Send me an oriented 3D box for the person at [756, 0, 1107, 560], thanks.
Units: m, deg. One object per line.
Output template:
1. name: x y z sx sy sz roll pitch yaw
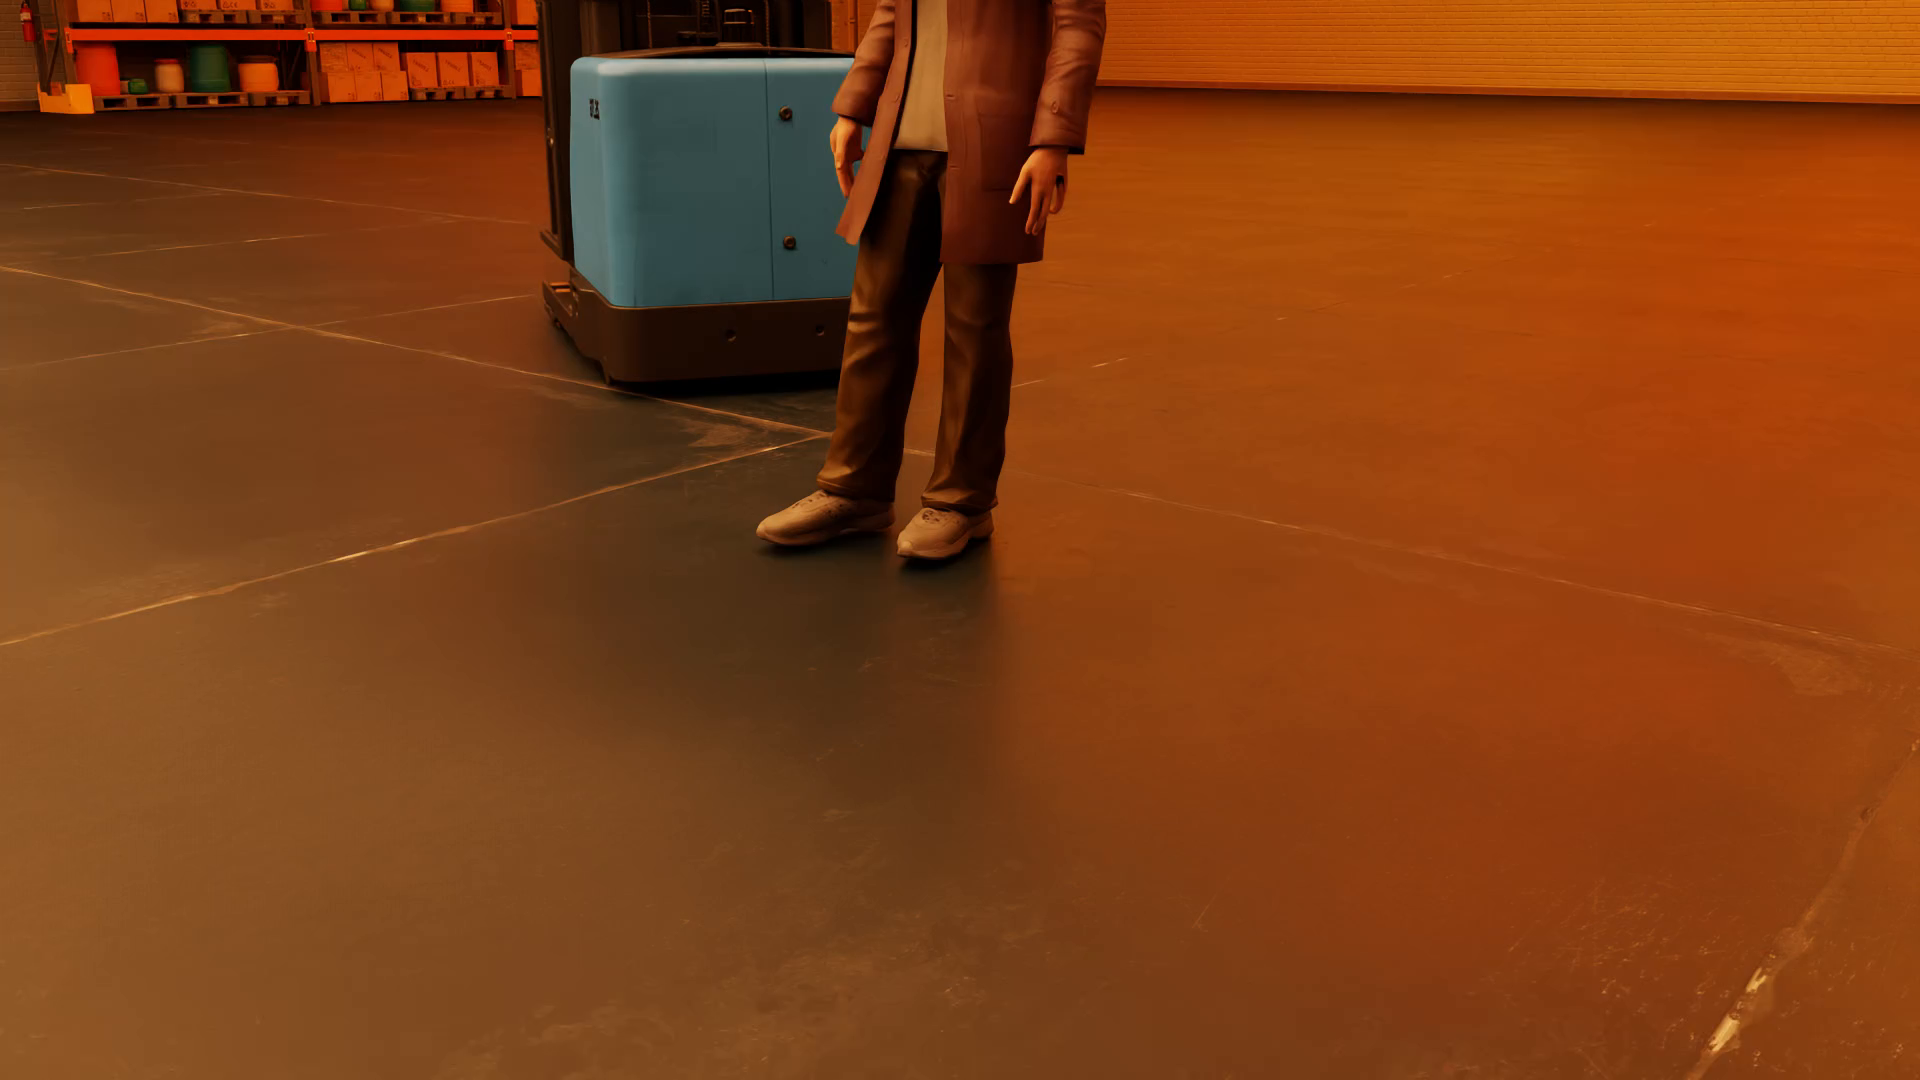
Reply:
1. person: -0.062 -0.837 3.616 0.696 1.777 0.579 13 21 37

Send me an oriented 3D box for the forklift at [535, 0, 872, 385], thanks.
1. forklift: -1.112 -2.299 6.468 1.130 2.935 3.031 -6 18 -19
